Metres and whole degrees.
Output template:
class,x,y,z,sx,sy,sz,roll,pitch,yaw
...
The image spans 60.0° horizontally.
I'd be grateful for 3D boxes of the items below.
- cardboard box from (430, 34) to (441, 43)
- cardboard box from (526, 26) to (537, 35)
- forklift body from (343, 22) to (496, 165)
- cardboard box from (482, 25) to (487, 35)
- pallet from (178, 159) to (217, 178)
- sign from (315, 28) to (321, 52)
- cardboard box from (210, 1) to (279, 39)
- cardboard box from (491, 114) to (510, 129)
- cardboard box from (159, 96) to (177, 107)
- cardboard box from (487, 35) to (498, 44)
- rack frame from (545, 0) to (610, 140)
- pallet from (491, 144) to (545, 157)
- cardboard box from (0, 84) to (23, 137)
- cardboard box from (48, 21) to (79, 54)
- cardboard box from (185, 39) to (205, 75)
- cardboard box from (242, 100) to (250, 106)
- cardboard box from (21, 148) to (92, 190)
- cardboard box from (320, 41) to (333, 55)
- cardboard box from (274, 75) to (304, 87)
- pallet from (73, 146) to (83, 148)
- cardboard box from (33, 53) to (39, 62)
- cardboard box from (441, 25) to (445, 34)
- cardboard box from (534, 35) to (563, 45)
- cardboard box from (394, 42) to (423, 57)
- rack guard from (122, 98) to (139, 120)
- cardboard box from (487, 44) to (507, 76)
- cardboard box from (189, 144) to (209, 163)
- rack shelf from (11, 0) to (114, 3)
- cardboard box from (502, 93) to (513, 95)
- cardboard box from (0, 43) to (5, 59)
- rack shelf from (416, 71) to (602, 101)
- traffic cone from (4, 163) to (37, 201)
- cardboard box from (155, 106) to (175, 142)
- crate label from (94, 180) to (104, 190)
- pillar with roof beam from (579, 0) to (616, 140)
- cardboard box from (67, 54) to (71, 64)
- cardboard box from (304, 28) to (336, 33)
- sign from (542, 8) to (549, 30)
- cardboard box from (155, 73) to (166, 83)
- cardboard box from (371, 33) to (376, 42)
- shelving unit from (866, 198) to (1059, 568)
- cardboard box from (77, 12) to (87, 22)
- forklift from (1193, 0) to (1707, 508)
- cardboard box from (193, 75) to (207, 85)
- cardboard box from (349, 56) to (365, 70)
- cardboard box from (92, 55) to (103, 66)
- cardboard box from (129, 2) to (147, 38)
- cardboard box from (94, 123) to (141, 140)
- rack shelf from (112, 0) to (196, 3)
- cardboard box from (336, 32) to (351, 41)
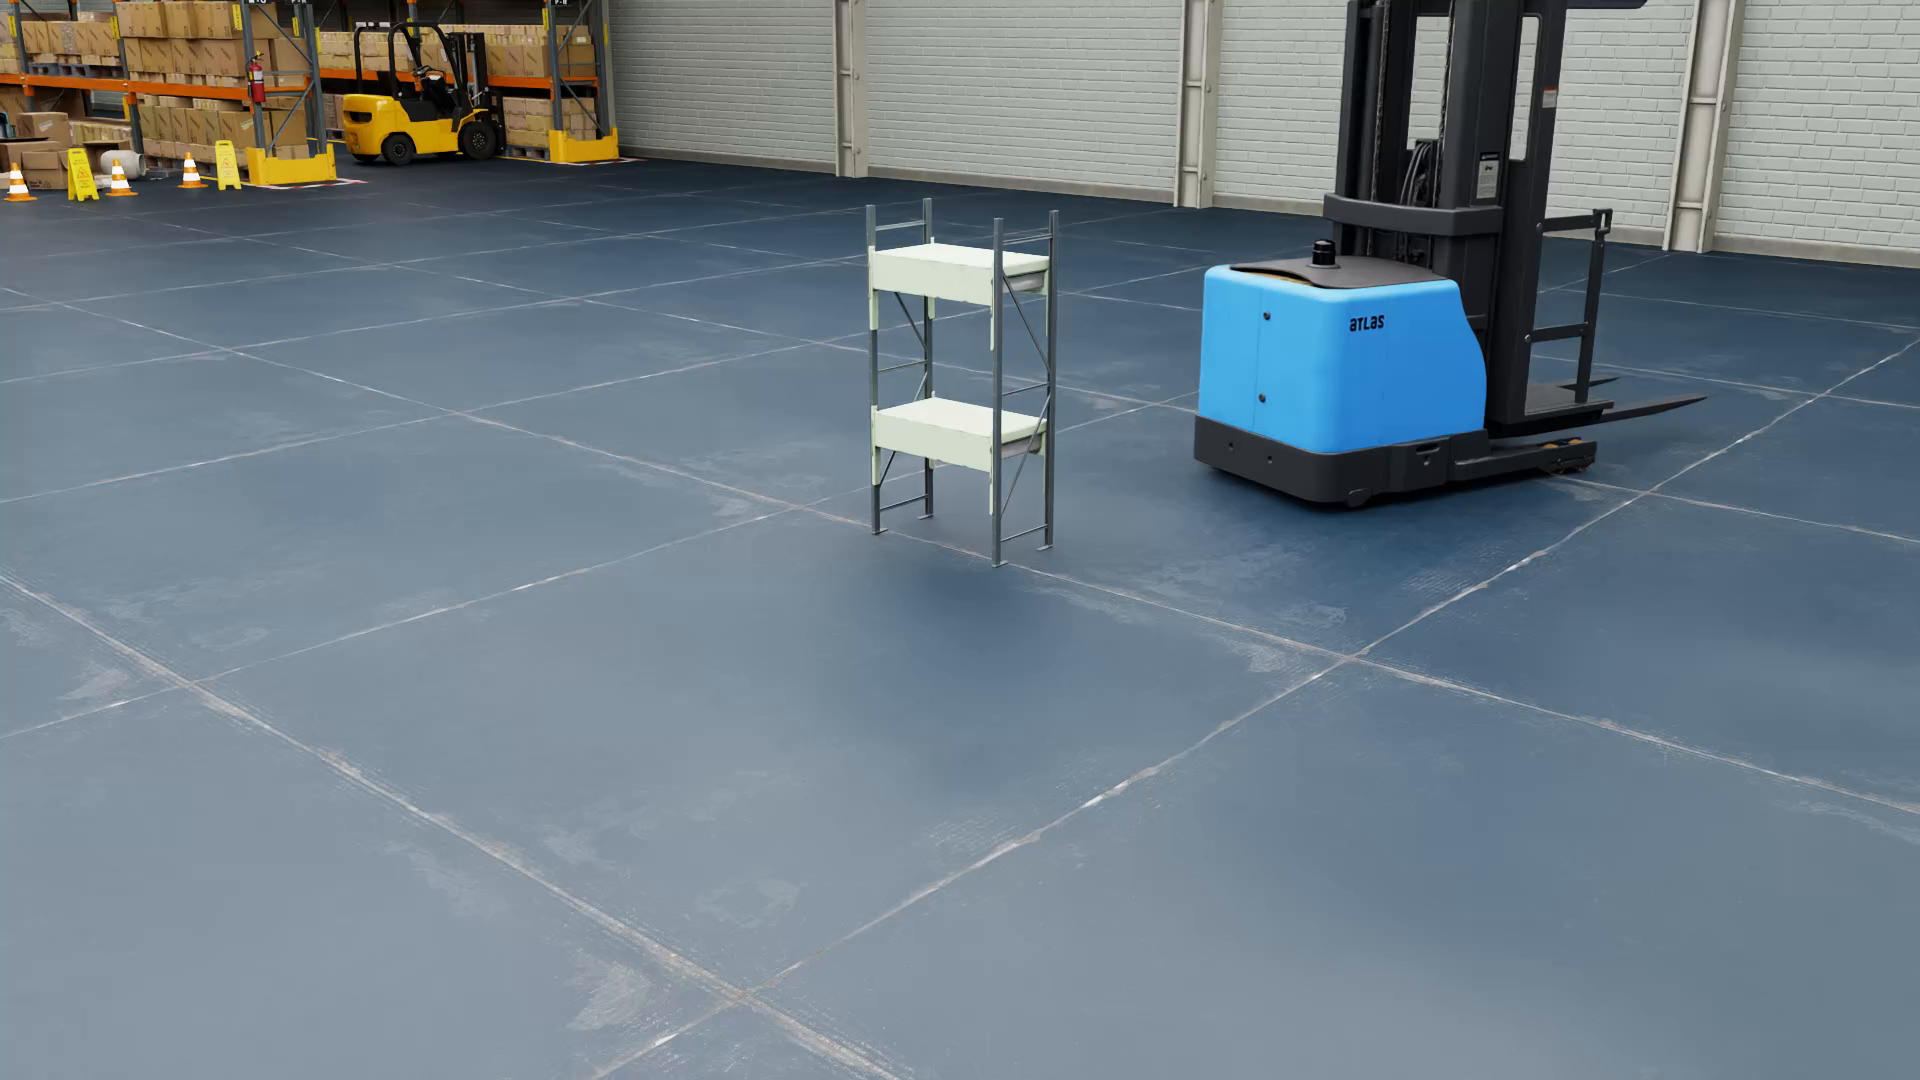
class,x,y,z,sx,sy,sz,roll,pitch,yaw
cardboard box,-8.881,-8.634,28.621,0.250,0.149,0.380,16,23,41
cardboard box,-6.760,-8.215,26.807,0.250,0.149,0.380,15,23,39
forklift body,-8.777,-7.213,26.783,1.214,2.155,2.313,15,23,39
cardboard box,-7.706,-8.479,27.640,0.250,0.149,0.380,15,23,40
pallet,-10.989,-5.628,24.995,1.213,0.211,1.003,15,23,39
sign,-9.079,-7.061,23.470,0.005,0.325,0.100,15,23,39
cardboard box,-9.966,-7.245,23.171,0.500,0.500,0.700,14,23,38
cardboard box,-7.487,-7.006,27.754,0.500,0.250,0.500,14,23,38
cardboard box,-11.730,-6.564,24.875,0.250,0.149,0.380,16,24,41
cardboard box,-7.568,-8.264,27.456,0.250,0.149,0.380,15,23,40
rack frame,-6.147,-7.649,26.755,0.127,3.000,1.000,15,23,39
pallet,-7.656,-6.709,28.403,1.213,0.211,1.003,15,23,39
cardboard box,-16.549,-7.657,29.597,0.875,0.875,0.875,15,23,40
cardboard box,-14.444,-8.170,27.047,0.500,0.500,0.500,16,23,40
cardboard box,-10.772,-6.964,23.940,0.500,0.500,0.500,15,23,39
cardboard box,-14.135,-8.713,33.547,0.500,0.500,0.500,14,22,38
cardboard box,-12.434,-5.115,22.899,0.637,0.503,0.797,0,18,2
cardboard box,-11.588,-9.177,30.991,0.500,0.250,0.500,16,24,41
cardboard box,-9.556,-6.521,23.615,0.250,0.149,0.380,15,23,39
pallet,-13.931,-6.400,27.430,1.213,0.211,1.003,15,23,39
cardboard box,-15.303,-8.105,27.912,0.250,0.149,0.380,13,22,36
cardboard box,-8.646,-8.739,28.459,0.250,0.149,0.380,14,23,38
cardboard box,-6.593,-8.012,26.662,0.250,0.149,0.380,15,23,40
cardboard box,-9.676,-8.660,29.362,0.500,0.250,0.500,14,23,38
rack guard,-18.058,-9.655,37.208,0.348,0.500,1.175,15,23,39
cardboard box,-7.455,-7.945,27.523,0.500,0.500,0.500,14,23,38
cardboard box,-11.000,-5.726,24.547,0.500,0.250,0.500,14,22,37
rack shelf,-13.927,-8.817,26.666,4.000,0.370,1.077,15,23,39
cardboard box,-7.884,-7.561,28.674,0.500,0.250,0.500,15,23,40
cardboard box,-16.340,-8.440,28.670,0.500,0.250,0.500,14,23,38
rack shelf,-7.643,-7.708,28.130,4.000,0.370,1.077,15,23,39
traffic cone,-12.104,-4.604,21.354,0.334,0.463,0.336,15,23,39
cardboard box,-11.761,-6.291,25.088,0.500,0.500,0.500,16,24,41
crate label,-11.729,-4.780,22.447,0.298,0.136,0.250,4,18,11
pillar with roof beam,-8.928,-9.878,23.862,0.400,9.000,9.100,15,23,39
cardboard box,-14.279,-7.837,27.067,0.250,0.149,0.380,16,24,41
cardboard box,-12.412,-9.642,32.175,0.500,0.500,0.500,16,24,42
sign,-6.518,-8.194,26.166,0.005,0.325,0.100,15,23,39
cardboard box,-11.804,-6.930,24.905,0.250,0.149,0.380,16,24,41
cardboard box,-10.334,-9.026,29.856,0.250,0.149,0.380,14,23,38
shelving unit,0.005,-0.714,7.381,0.755,1.500,0.431,15,23,39
cardboard box,-13.671,-8.254,26.238,0.250,0.149,0.380,14,22,37
forklift,2.762,-1.858,8.622,3.031,2.935,1.130,-10,20,-28
cardboard box,-10.864,-6.673,24.096,0.250,0.149,0.380,15,23,39
cardboard box,-10.812,-8.731,30.413,0.500,0.250,0.500,16,24,41
cardboard box,-13.401,-7.550,26.165,0.250,0.149,0.380,15,23,38
cardboard box,-11.879,-7.750,24.762,0.500,0.500,0.700,15,23,40
cardboard box,-13.365,-6.525,26.862,0.950,0.372,0.625,-17,24,-42
rack shelf,-16.619,-11.547,35.268,4.000,0.370,1.077,15,23,39
cardboard box,-11.267,-9.289,30.686,0.250,0.149,0.380,15,23,40
